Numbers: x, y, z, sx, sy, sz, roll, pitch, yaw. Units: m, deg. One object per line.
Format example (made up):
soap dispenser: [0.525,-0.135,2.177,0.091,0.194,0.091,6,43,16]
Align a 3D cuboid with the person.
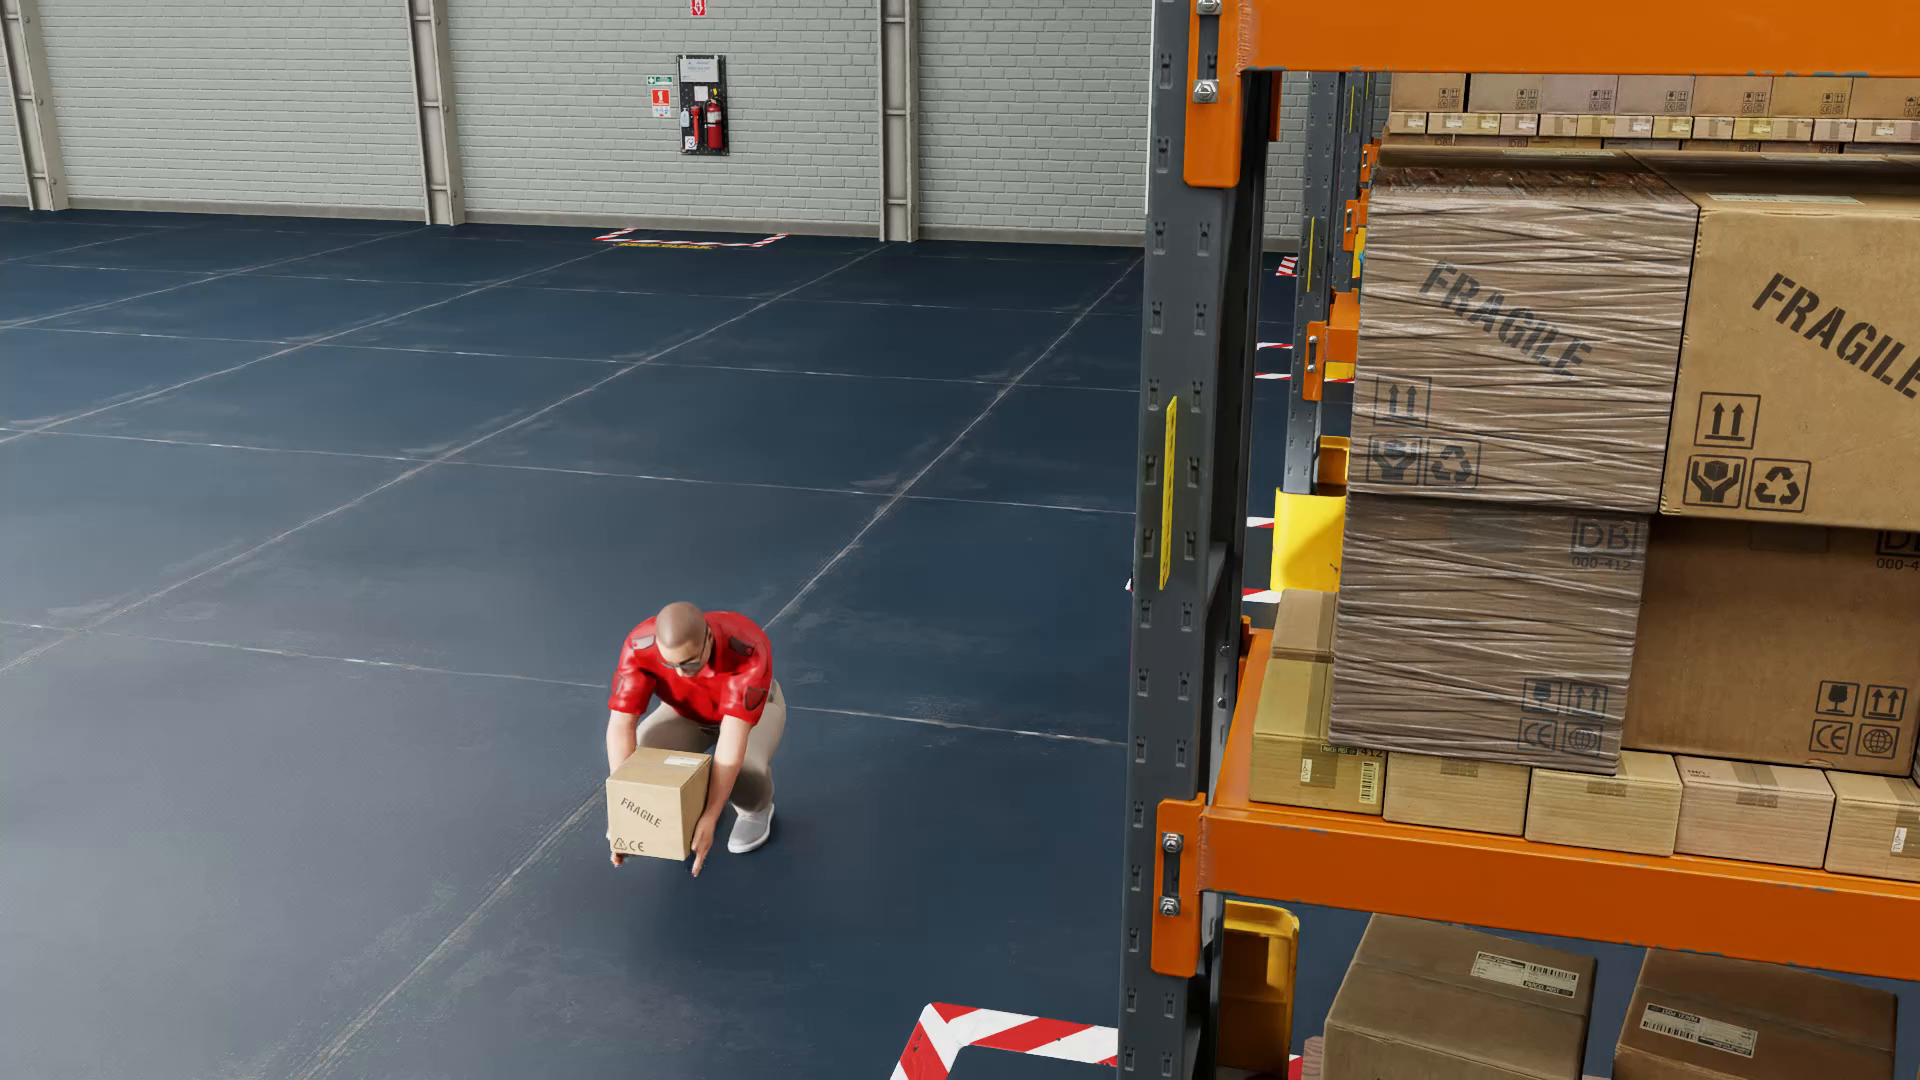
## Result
person: [-0.862,0.584,5.531,0.543,0.980,0.876,4,19,13]
